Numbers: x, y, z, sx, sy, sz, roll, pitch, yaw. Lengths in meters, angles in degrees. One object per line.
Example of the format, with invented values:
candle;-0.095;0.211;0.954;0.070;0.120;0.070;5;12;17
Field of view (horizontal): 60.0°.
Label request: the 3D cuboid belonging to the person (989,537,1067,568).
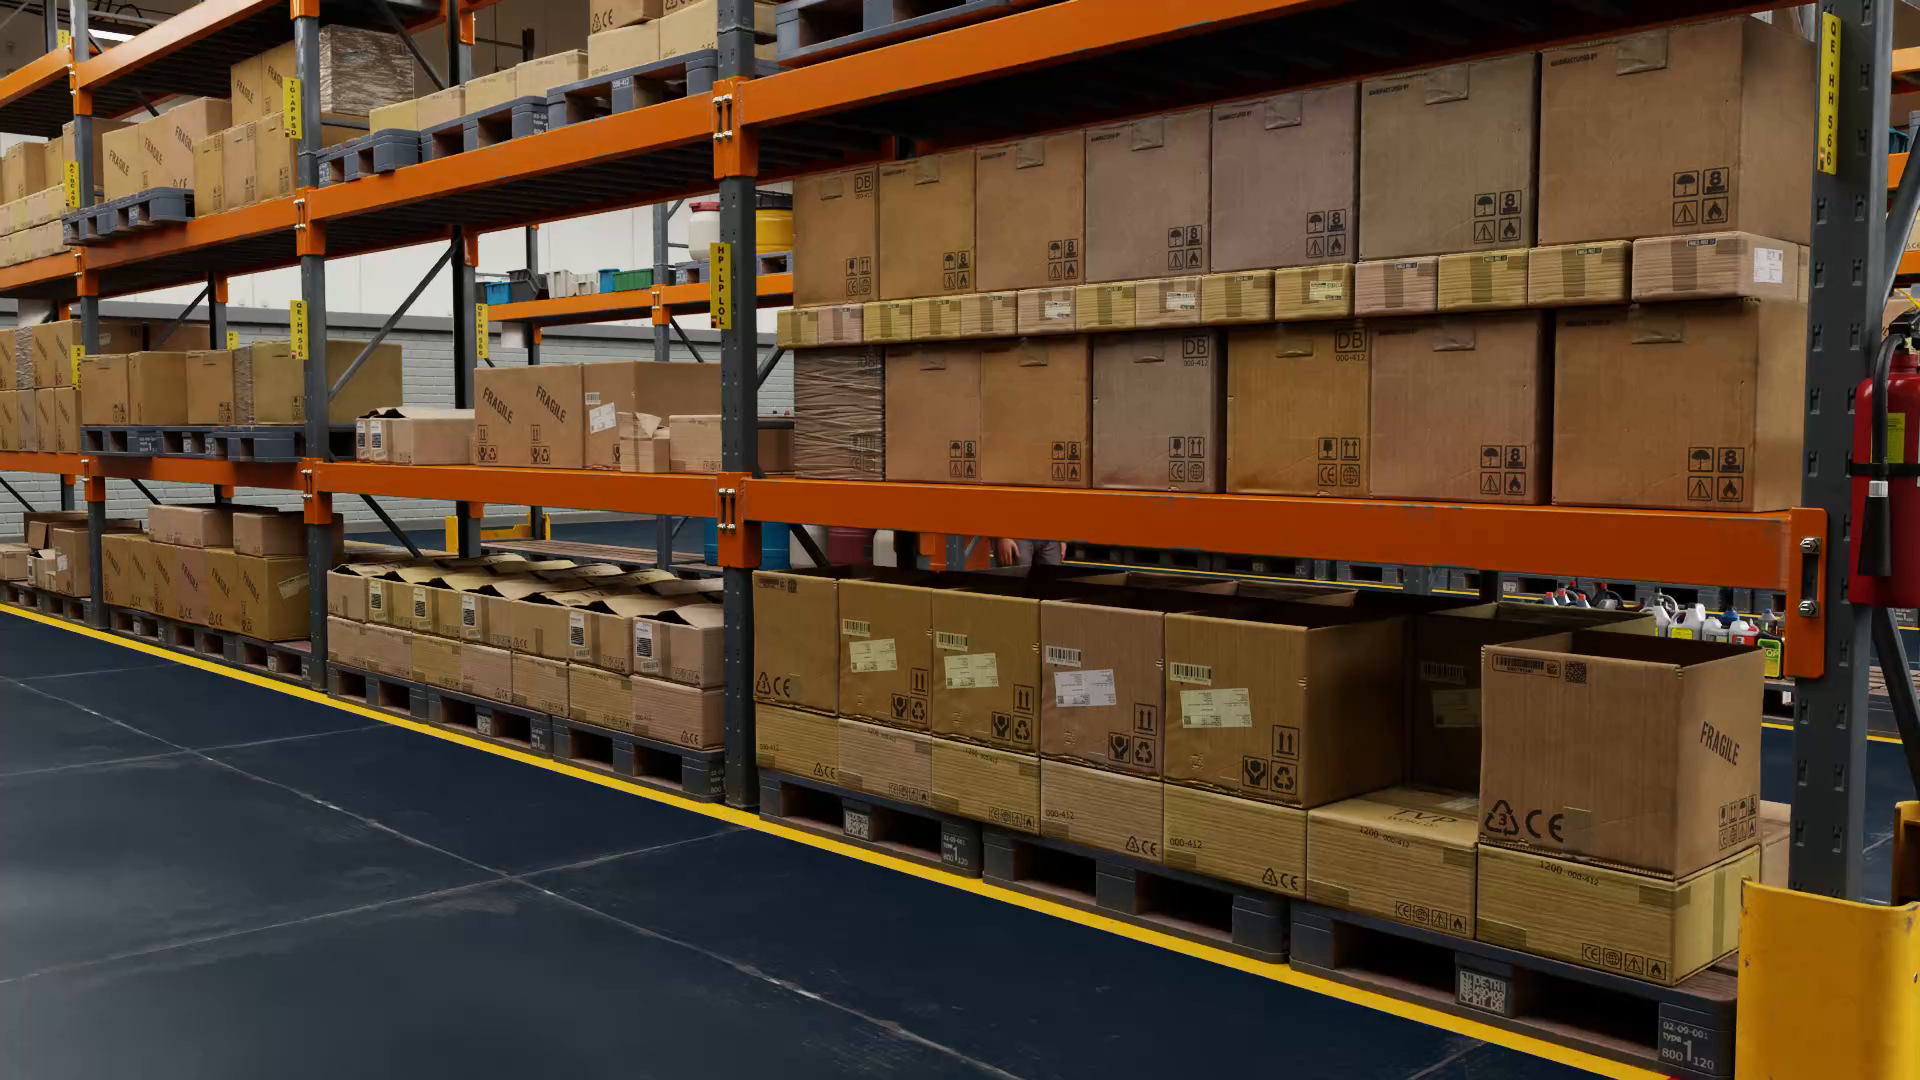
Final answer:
person;0.400;0.007;9.352;0.475;1.719;0.582;4;5;43
